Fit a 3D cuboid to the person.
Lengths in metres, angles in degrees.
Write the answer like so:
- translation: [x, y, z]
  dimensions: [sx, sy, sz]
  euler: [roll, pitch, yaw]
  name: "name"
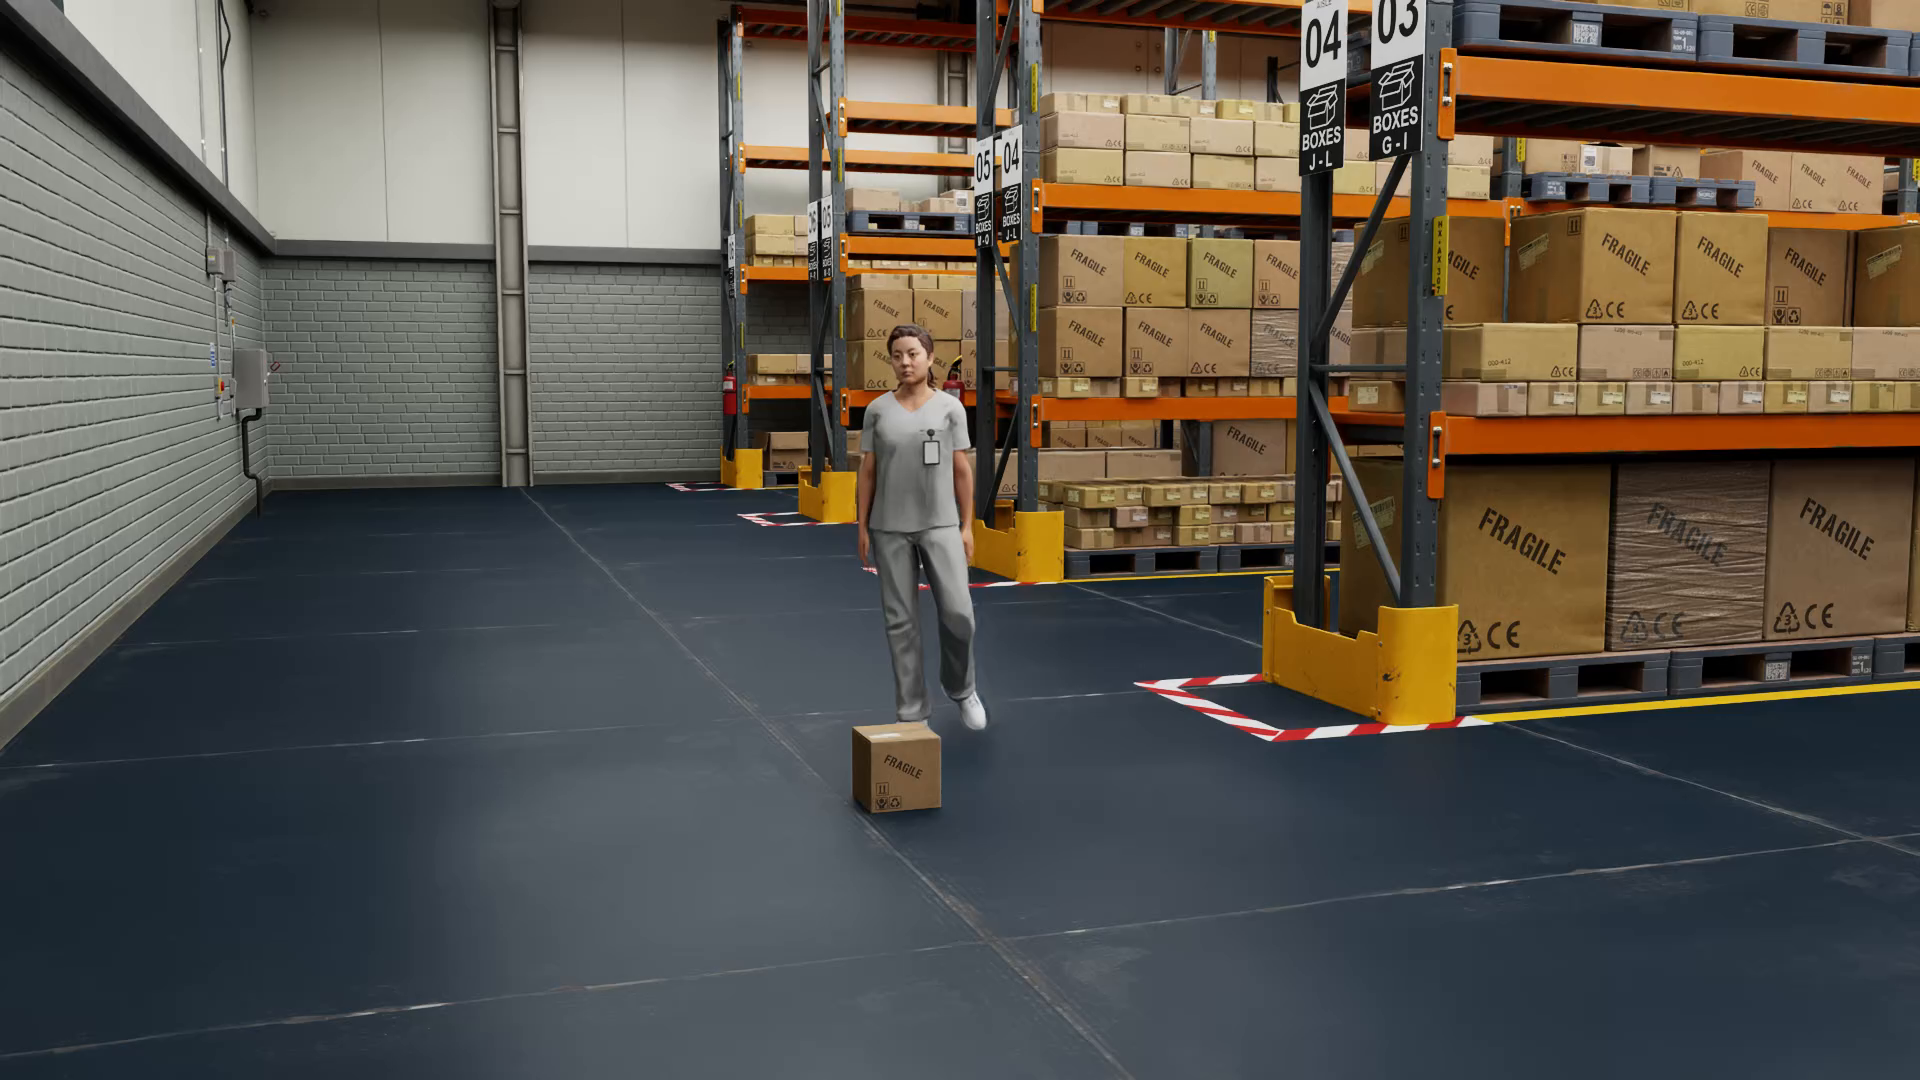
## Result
- translation: [-0.152, -0.028, 6.675]
  dimensions: [0.513, 1.667, 0.450]
  euler: [1, 6, 7]
  name: "person"
